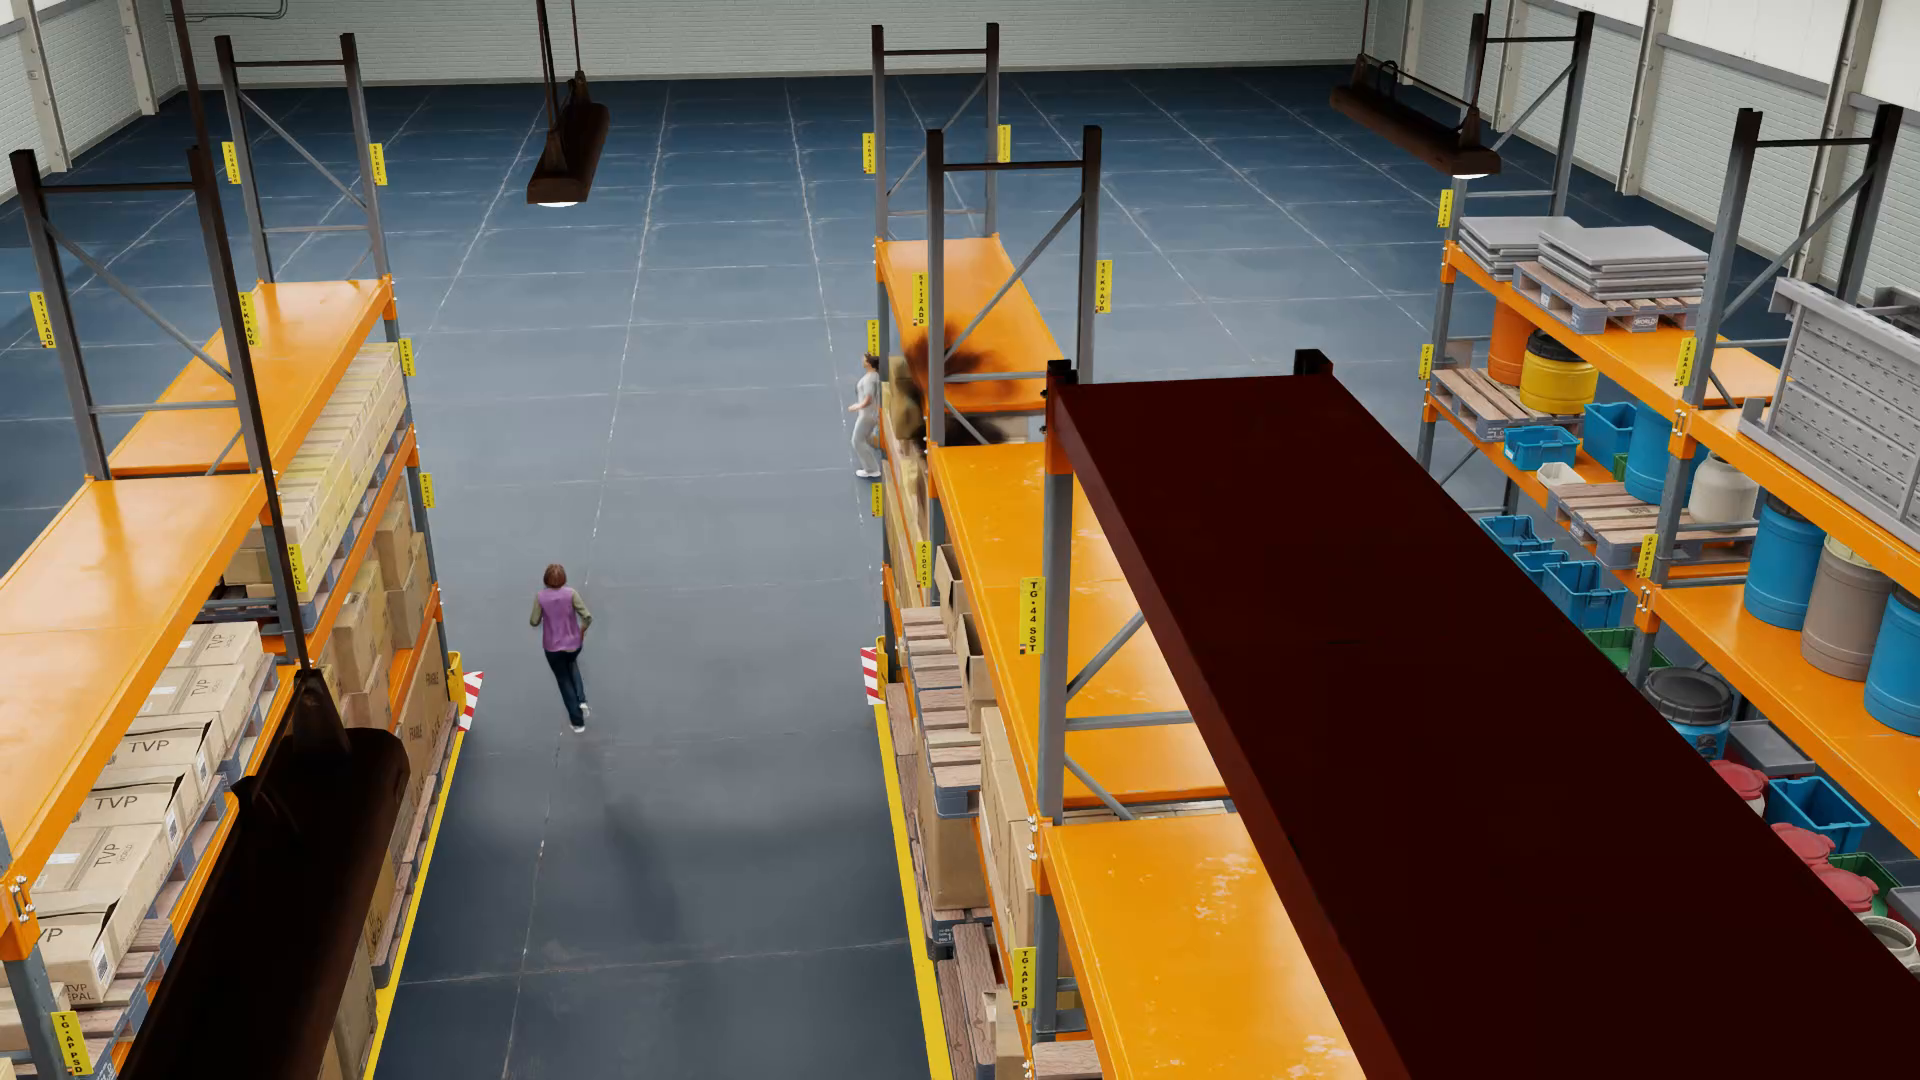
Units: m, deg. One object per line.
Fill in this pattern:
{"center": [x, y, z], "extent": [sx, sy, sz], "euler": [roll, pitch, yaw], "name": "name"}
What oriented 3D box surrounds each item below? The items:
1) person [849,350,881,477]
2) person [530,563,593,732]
{"center": [-1.016, -1.489, 19.768], "extent": [0.568, 1.627, 0.573], "euler": [9, 27, 18], "name": "person"}
{"center": [-3.499, 0.923, 14.635], "extent": [0.510, 1.597, 0.637], "euler": [-10, 27, -20], "name": "person"}
